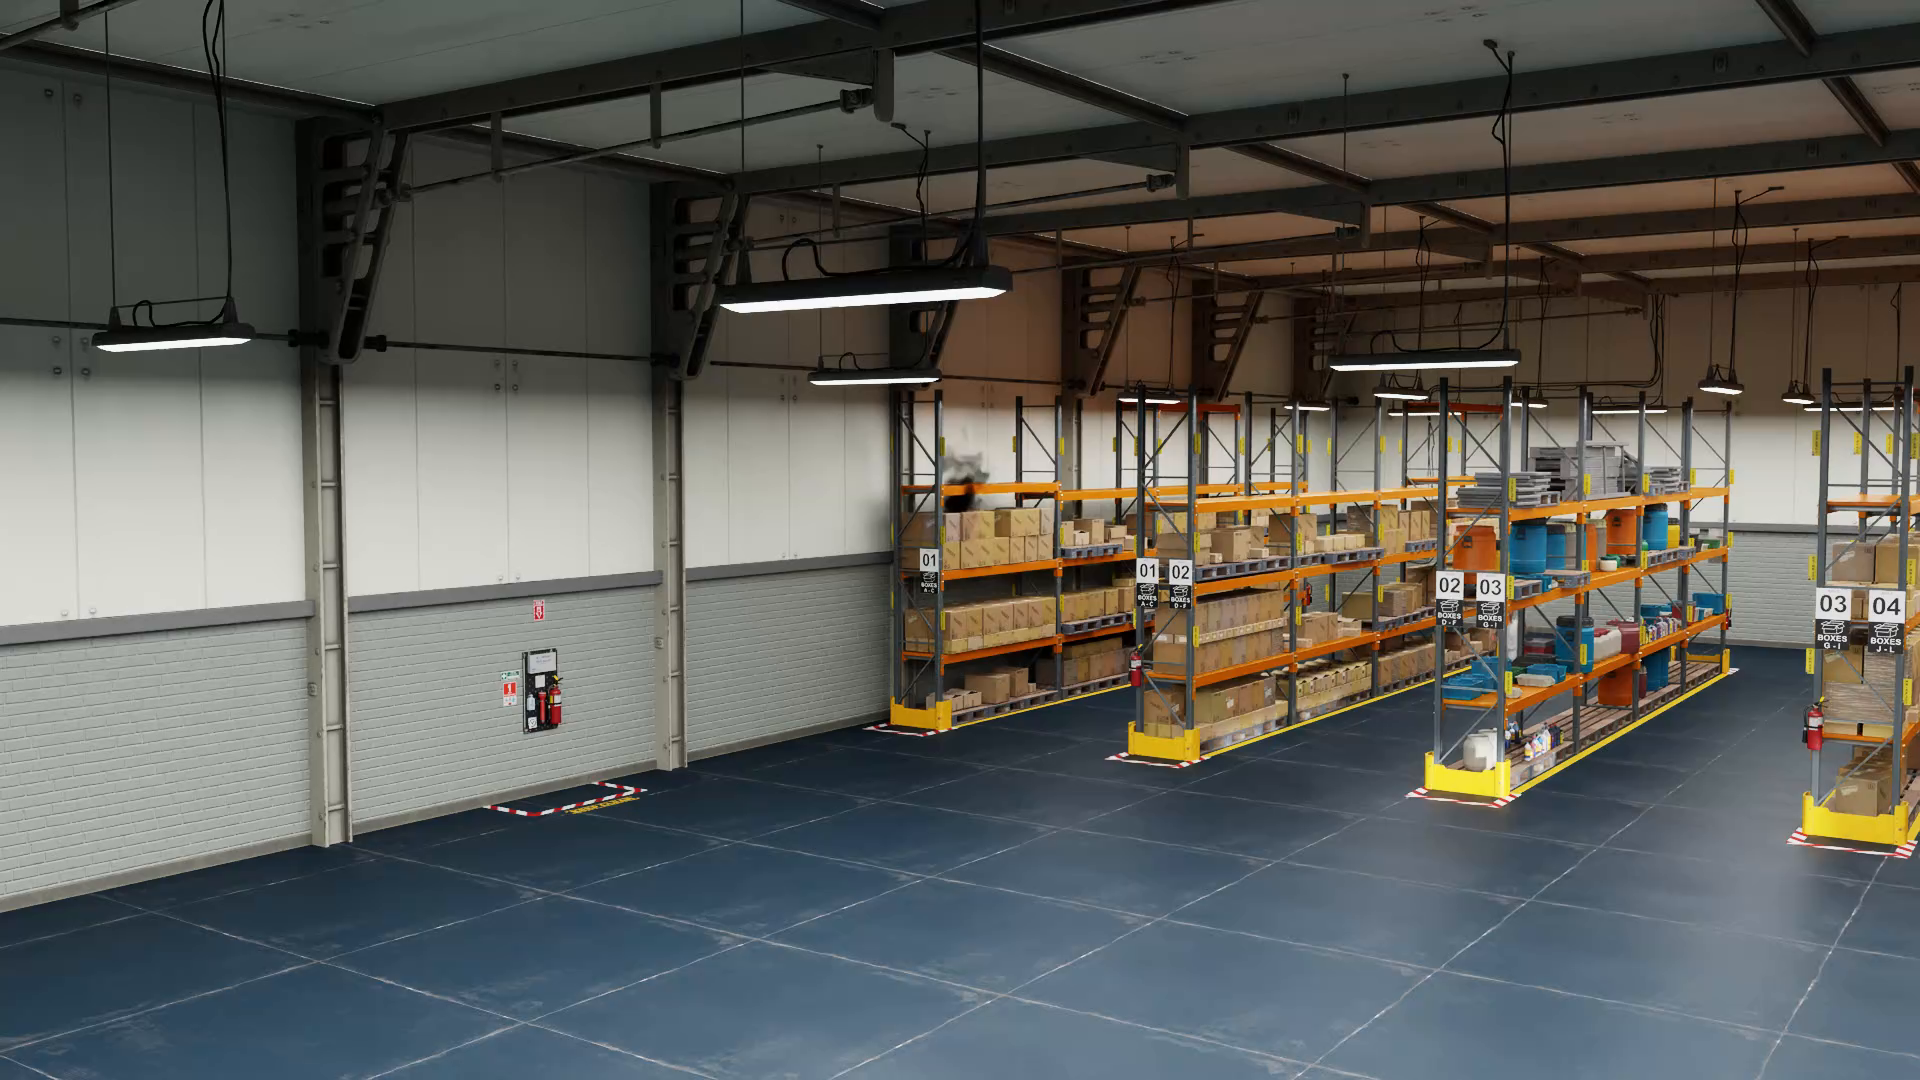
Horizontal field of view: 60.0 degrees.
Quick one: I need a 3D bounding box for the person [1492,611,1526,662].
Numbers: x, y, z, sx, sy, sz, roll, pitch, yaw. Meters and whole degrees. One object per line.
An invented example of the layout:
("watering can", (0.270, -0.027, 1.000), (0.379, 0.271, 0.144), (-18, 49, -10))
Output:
("person", (11.099, 2.231, 33.666), (0.653, 1.758, 0.817), (1, 3, 21))
